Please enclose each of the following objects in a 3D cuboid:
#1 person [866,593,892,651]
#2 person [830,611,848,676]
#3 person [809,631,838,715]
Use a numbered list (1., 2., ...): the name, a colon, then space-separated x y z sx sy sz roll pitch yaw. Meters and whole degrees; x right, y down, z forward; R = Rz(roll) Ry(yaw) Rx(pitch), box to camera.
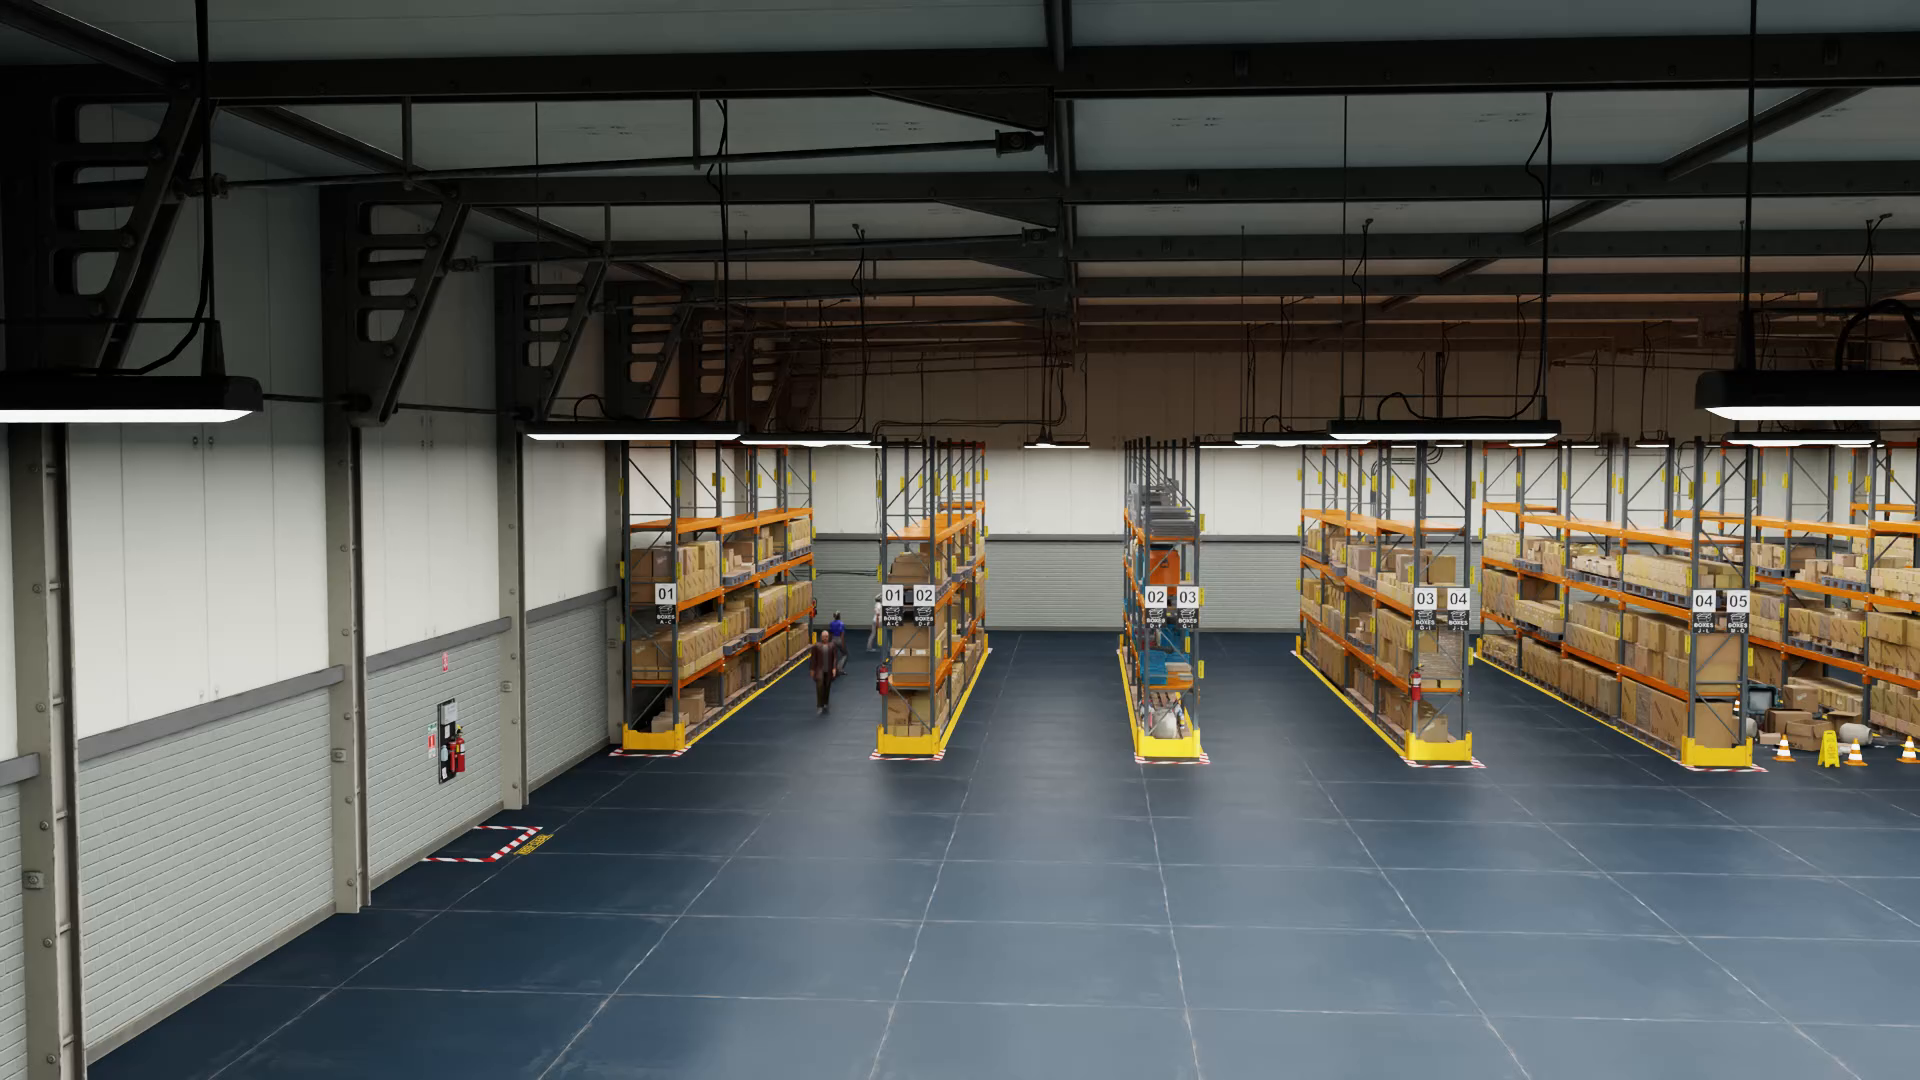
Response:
1. person: -2.262 2.341 47.448 0.919 1.644 0.440 -2 4 -31
2. person: -3.101 2.631 42.241 0.493 1.641 0.478 1 3 22
3. person: -2.979 2.895 36.527 0.605 1.801 0.843 -1 3 -19
